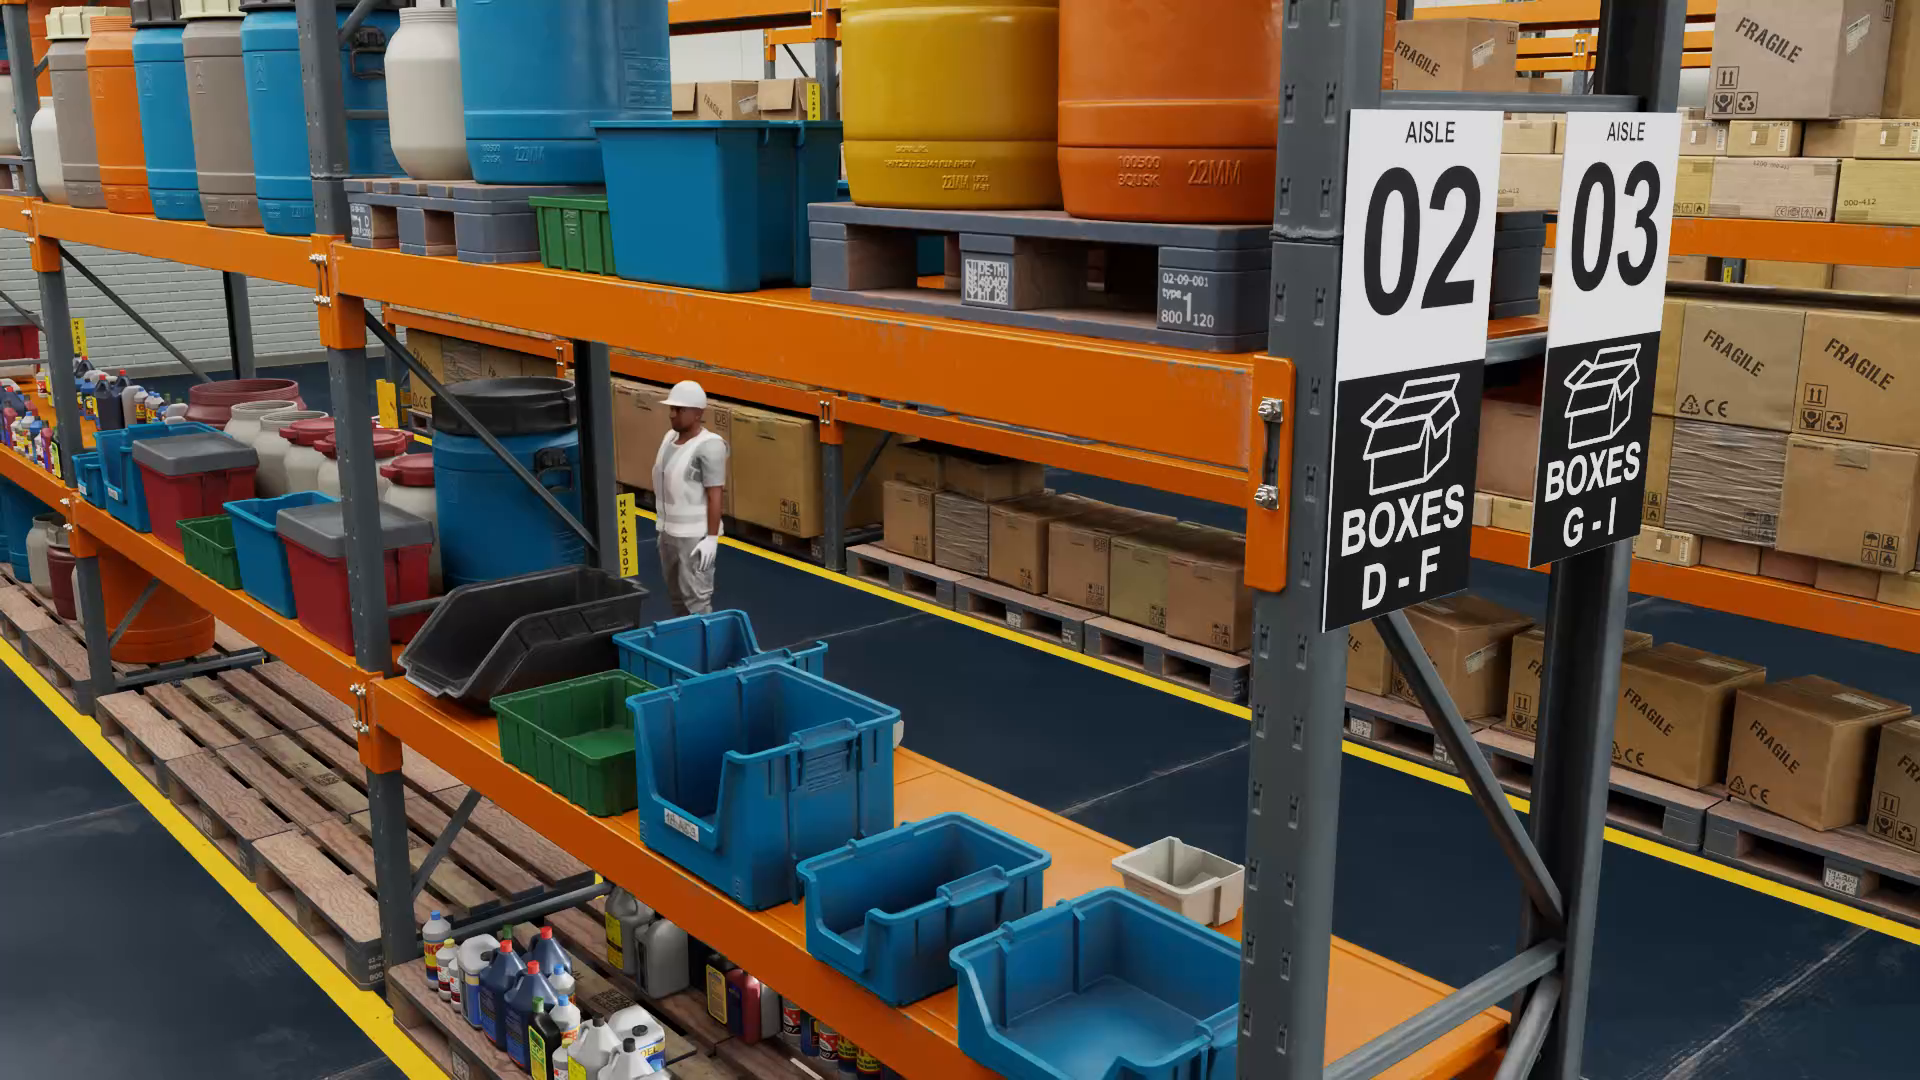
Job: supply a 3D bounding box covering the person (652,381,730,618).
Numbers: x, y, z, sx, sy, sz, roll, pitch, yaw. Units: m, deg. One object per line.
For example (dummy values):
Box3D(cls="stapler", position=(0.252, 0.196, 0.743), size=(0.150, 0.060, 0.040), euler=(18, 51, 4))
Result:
Box3D(cls="person", position=(-1.565, -0.026, 9.565), size=(0.380, 1.783, 0.546), euler=(-11, 18, -38))
